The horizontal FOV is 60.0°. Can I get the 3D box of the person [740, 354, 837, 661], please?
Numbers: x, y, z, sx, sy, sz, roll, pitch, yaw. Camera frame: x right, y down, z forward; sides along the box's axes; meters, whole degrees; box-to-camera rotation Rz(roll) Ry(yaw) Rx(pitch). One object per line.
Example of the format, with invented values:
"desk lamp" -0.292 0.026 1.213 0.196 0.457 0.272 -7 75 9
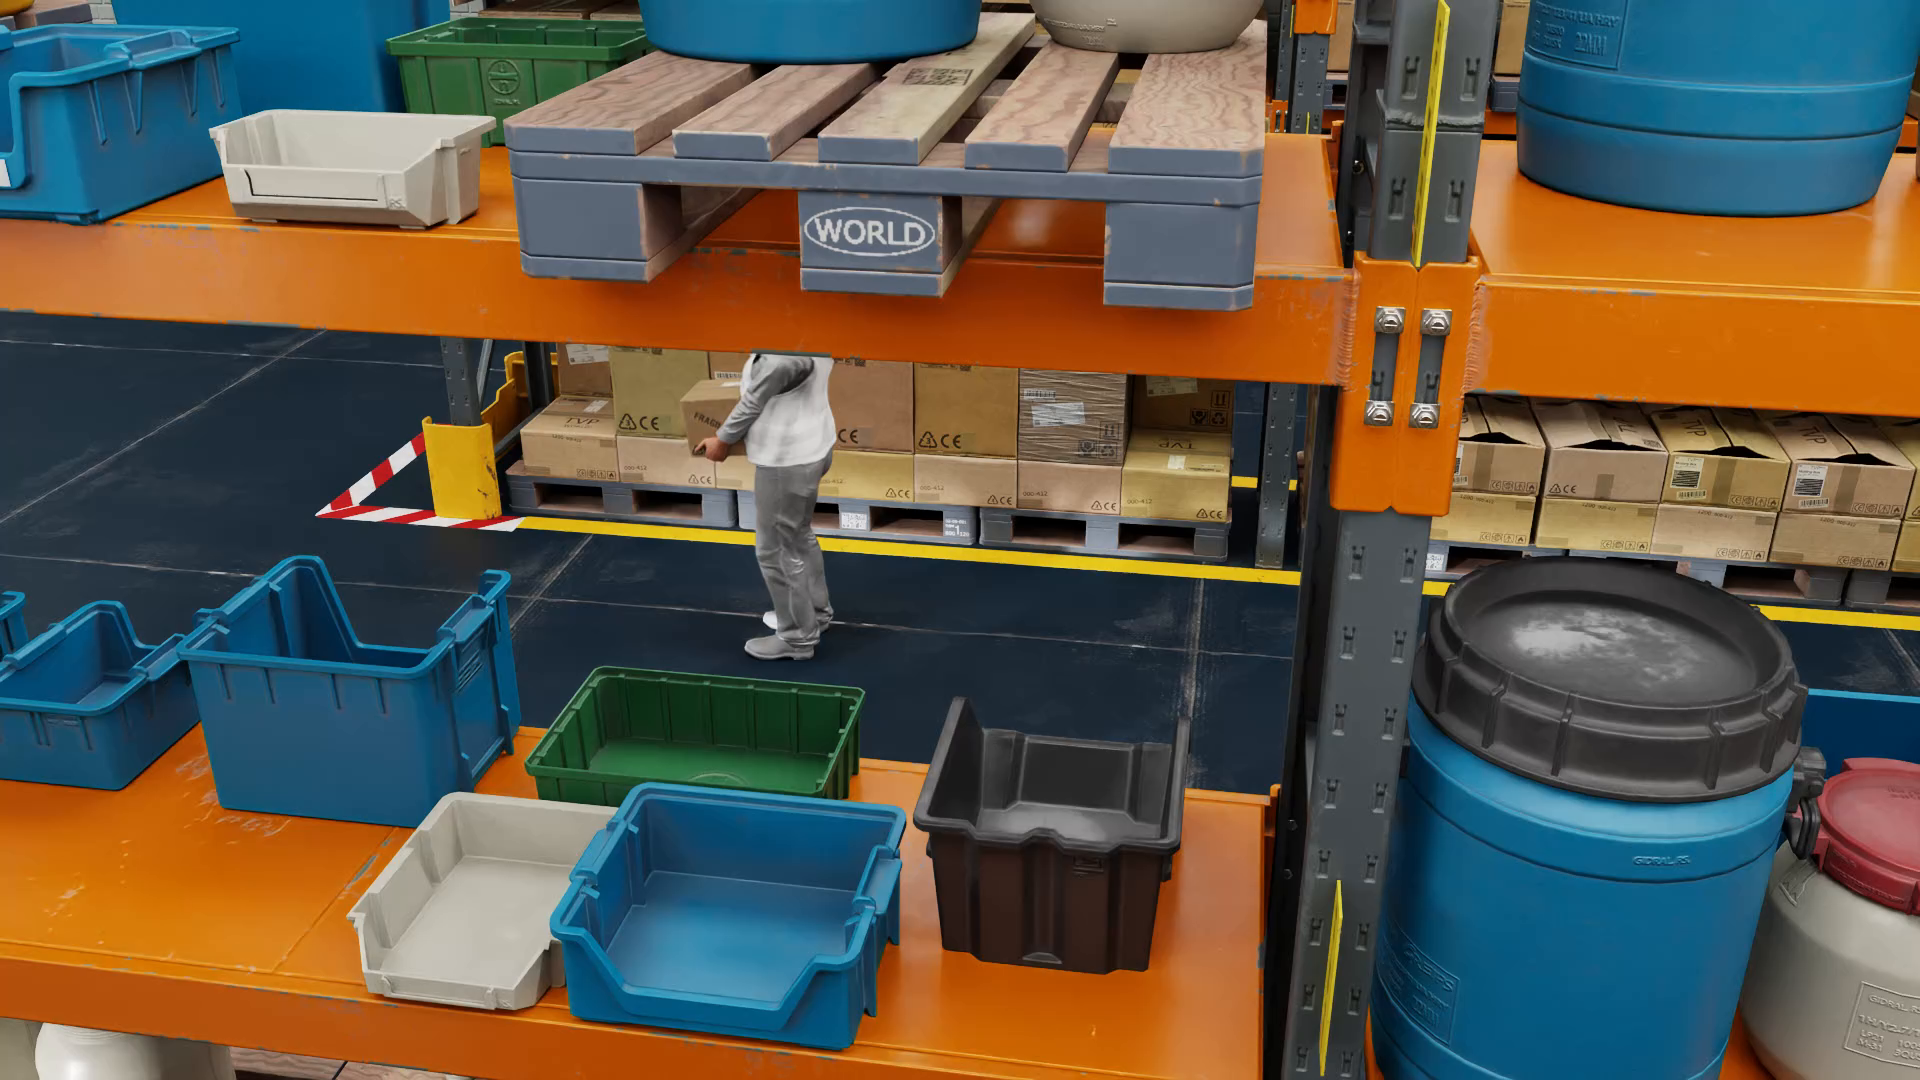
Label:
"person" -0.707 -0.358 6.863 0.388 1.762 0.446 4 25 9
